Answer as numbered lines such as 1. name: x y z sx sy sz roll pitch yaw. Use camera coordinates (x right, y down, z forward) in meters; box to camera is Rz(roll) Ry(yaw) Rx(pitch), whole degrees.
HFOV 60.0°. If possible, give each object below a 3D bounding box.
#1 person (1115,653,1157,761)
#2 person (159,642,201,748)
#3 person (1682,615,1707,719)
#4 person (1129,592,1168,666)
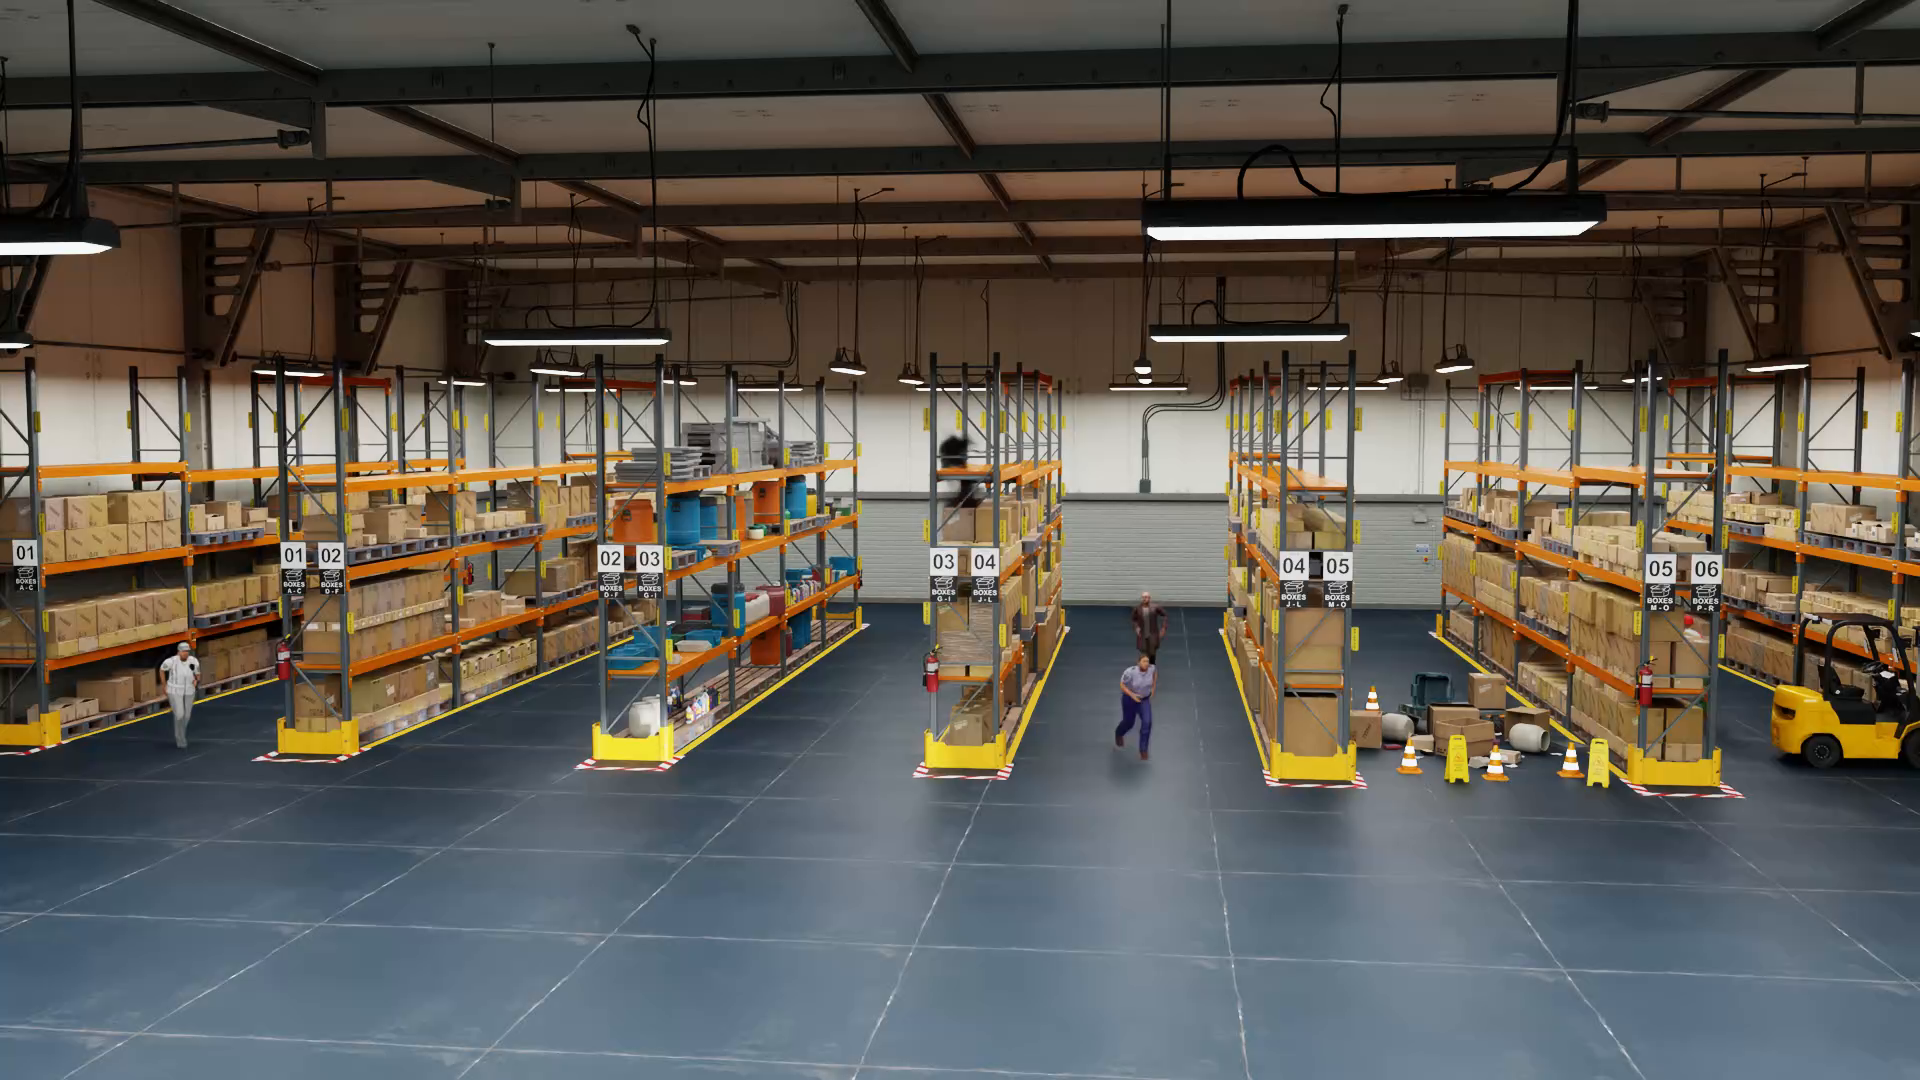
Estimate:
1. person: 2.631 2.466 25.064 0.645 1.617 0.974 -2 4 -24
2. person: -12.028 2.404 25.682 0.533 1.681 0.849 -4 5 -42
3. person: 12.290 2.151 27.948 0.677 1.753 0.954 0 4 -5
4. person: 3.628 1.868 32.118 0.733 1.733 0.693 1 4 13
